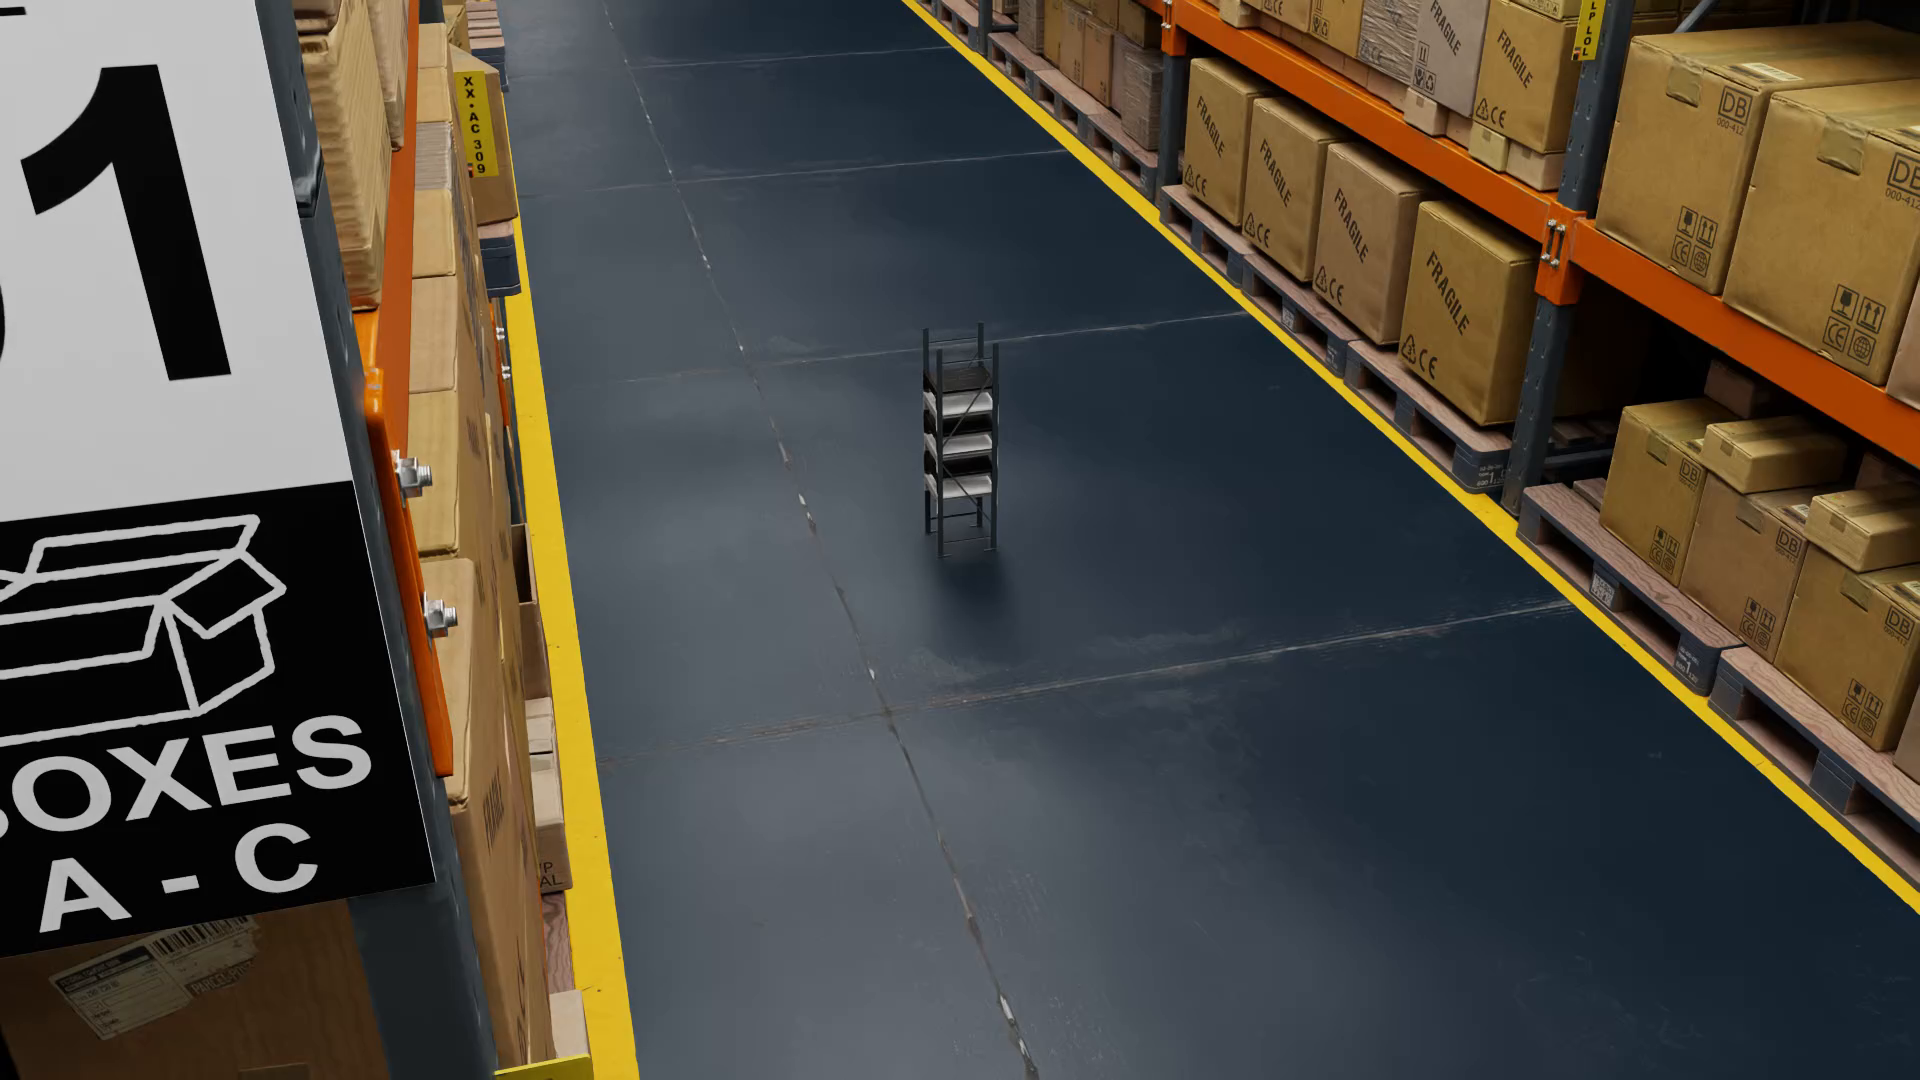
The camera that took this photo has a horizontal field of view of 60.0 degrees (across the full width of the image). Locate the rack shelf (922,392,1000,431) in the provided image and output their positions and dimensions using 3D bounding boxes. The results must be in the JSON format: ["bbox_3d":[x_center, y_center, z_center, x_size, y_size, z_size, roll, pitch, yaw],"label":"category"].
[{"bbox_3d":[0.002,-0.512,6.444,0.258,0.077,0.200,-8,31,-13],"label":"rack shelf"}]

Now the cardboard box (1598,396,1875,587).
[{"bbox_3d":[2.869,-0.206,6.187,0.700,0.500,0.500,-7,31,-13],"label":"cardboard box"}]

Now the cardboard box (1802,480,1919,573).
[{"bbox_3d":[2.923,-0.045,5.262,0.380,0.149,0.250,-9,31,-15],"label":"cardboard box"}]

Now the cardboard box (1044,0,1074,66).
[{"bbox_3d":[1.043,-3.857,12.475,0.700,0.500,0.500,-8,31,-14],"label":"cardboard box"}]

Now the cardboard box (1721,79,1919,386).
[{"bbox_3d":[3.086,-0.993,5.172,0.980,0.700,0.700,-9,31,-15],"label":"cardboard box"}]

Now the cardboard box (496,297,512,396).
[{"bbox_3d":[-2.310,-0.938,7.432,0.500,0.500,0.500,-9,31,-15],"label":"cardboard box"}]

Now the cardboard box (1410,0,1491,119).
[{"bbox_3d":[2.259,-2.096,6.960,0.500,0.500,0.500,-8,31,-13],"label":"cardboard box"}]

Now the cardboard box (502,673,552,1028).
[{"bbox_3d":[-0.949,0.570,2.670,0.500,0.500,0.500,-8,31,-14],"label":"cardboard box"}]

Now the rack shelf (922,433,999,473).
[{"bbox_3d":[0.002,-0.357,6.534,0.258,0.077,0.200,-8,31,-13],"label":"rack shelf"}]

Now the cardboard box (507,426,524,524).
[{"bbox_3d":[-1.899,-0.195,6.148,0.500,0.500,0.500,-9,31,-16],"label":"cardboard box"}]

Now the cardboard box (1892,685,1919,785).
[{"bbox_3d":[3.282,0.542,4.895,0.700,0.500,0.500,-9,31,-15],"label":"cardboard box"}]

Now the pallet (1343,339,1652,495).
[{"bbox_3d":[2.492,-0.637,7.639,1.003,0.211,1.213,-8,31,-13],"label":"pallet"}]

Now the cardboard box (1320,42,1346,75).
[{"bbox_3d":[1.989,-2.383,8.104,0.380,0.149,0.250,-8,31,-13],"label":"cardboard box"}]

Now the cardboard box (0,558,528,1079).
[{"bbox_3d":[-0.807,0.386,1.990,0.500,0.500,0.500,-7,31,-12],"label":"cardboard box"}]

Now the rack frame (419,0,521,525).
[{"bbox_3d":[-2.005,-0.820,5.173,1.000,3.000,0.127,-8,31,-13],"label":"rack frame"}]

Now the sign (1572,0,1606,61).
[{"bbox_3d":[2.249,-1.871,5.911,0.100,0.325,0.005,-8,31,-13],"label":"sign"}]

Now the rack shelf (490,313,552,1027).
[{"bbox_3d":[-1.475,0.457,3.684,1.077,0.370,4.000,-8,31,-13],"label":"rack shelf"}]

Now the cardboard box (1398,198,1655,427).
[{"bbox_3d":[2.472,-1.029,7.260,0.750,0.750,0.750,-7,31,-13],"label":"cardboard box"}]

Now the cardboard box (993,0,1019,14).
[{"bbox_3d":[0.475,-4.563,14.029,0.380,0.166,0.250,-12,32,-20],"label":"cardboard box"}]

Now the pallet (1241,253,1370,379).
[{"bbox_3d":[2.165,-1.227,8.659,1.003,0.211,1.213,-8,31,-13],"label":"pallet"}]

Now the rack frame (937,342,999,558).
[{"bbox_3d":[0.029,-0.336,6.433,0.240,0.900,0.006,-8,31,-13],"label":"rack frame"}]

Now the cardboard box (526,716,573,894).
[{"bbox_3d":[-1.382,0.753,4.700,0.500,0.311,0.500,-8,31,-13],"label":"cardboard box"}]

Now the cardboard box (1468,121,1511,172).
[{"bbox_3d":[2.317,-1.625,6.794,0.380,0.149,0.250,-7,31,-12],"label":"cardboard box"}]

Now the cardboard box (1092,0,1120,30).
[{"bbox_3d":[1.234,-3.718,11.487,0.500,0.250,0.500,-8,31,-14],"label":"cardboard box"}]

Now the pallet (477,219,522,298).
[{"bbox_3d":[-2.112,-1.138,5.913,1.003,0.211,1.213,-8,31,-13],"label":"pallet"}]

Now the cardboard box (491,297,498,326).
[{"bbox_3d":[-2.164,-1.002,6.795,0.500,0.250,0.500,-8,31,-13],"label":"cardboard box"}]

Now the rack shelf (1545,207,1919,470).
[{"bbox_3d":[3.300,-0.203,4.825,1.077,0.370,4.000,-8,31,-13],"label":"rack shelf"}]

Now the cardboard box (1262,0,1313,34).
[{"bbox_3d":[1.851,-2.831,8.230,0.500,0.500,0.500,-8,31,-13],"label":"cardboard box"}]

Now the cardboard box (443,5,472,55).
[{"bbox_3d":[-2.159,-1.628,6.049,0.700,0.500,0.500,-3,30,-5],"label":"cardboard box"}]

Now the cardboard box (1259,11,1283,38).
[{"bbox_3d":[1.805,-2.755,8.747,0.380,0.149,0.250,-8,31,-14],"label":"cardboard box"}]

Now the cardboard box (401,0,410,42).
[{"bbox_3d":[-1.090,-0.888,2.445,0.500,0.250,0.500,-8,31,-13],"label":"cardboard box"}]

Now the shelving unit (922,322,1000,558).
[{"bbox_3d":[0.002,-0.386,6.518,0.258,0.900,0.210,-8,31,-13],"label":"shelving unit"}]

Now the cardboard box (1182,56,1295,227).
[{"bbox_3d":[1.777,-2.291,9.441,0.750,0.750,0.750,-8,31,-14],"label":"cardboard box"}]

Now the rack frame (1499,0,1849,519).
[{"bbox_3d":[2.769,-1.481,6.314,1.000,3.000,0.127,-8,31,-13],"label":"rack frame"}]

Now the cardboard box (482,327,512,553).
[{"bbox_3d":[-1.349,-0.160,3.932,0.500,0.500,0.500,-7,31,-12],"label":"cardboard box"}]

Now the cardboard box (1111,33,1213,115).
[{"bbox_3d":[1.442,-3.126,11.213,0.700,0.500,0.500,-8,31,-13],"label":"cardboard box"}]

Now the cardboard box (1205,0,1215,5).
[{"bbox_3d":[1.572,-3.123,9.382,0.380,0.149,0.250,-8,31,-14],"label":"cardboard box"}]

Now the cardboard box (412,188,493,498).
[{"bbox_3d":[-1.217,-0.353,3.267,0.500,0.500,0.500,-8,31,-14],"label":"cardboard box"}]

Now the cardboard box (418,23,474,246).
[{"bbox_3d":[-1.622,-1.087,4.535,0.500,0.500,0.500,-8,31,-13],"label":"cardboard box"}]

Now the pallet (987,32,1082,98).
[{"bbox_3d":[0.854,-3.762,13.039,1.003,0.211,1.213,-8,31,-13],"label":"pallet"}]

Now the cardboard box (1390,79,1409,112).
[{"bbox_3d":[2.164,-2.003,7.447,0.380,0.149,0.250,-8,31,-13],"label":"cardboard box"}]
